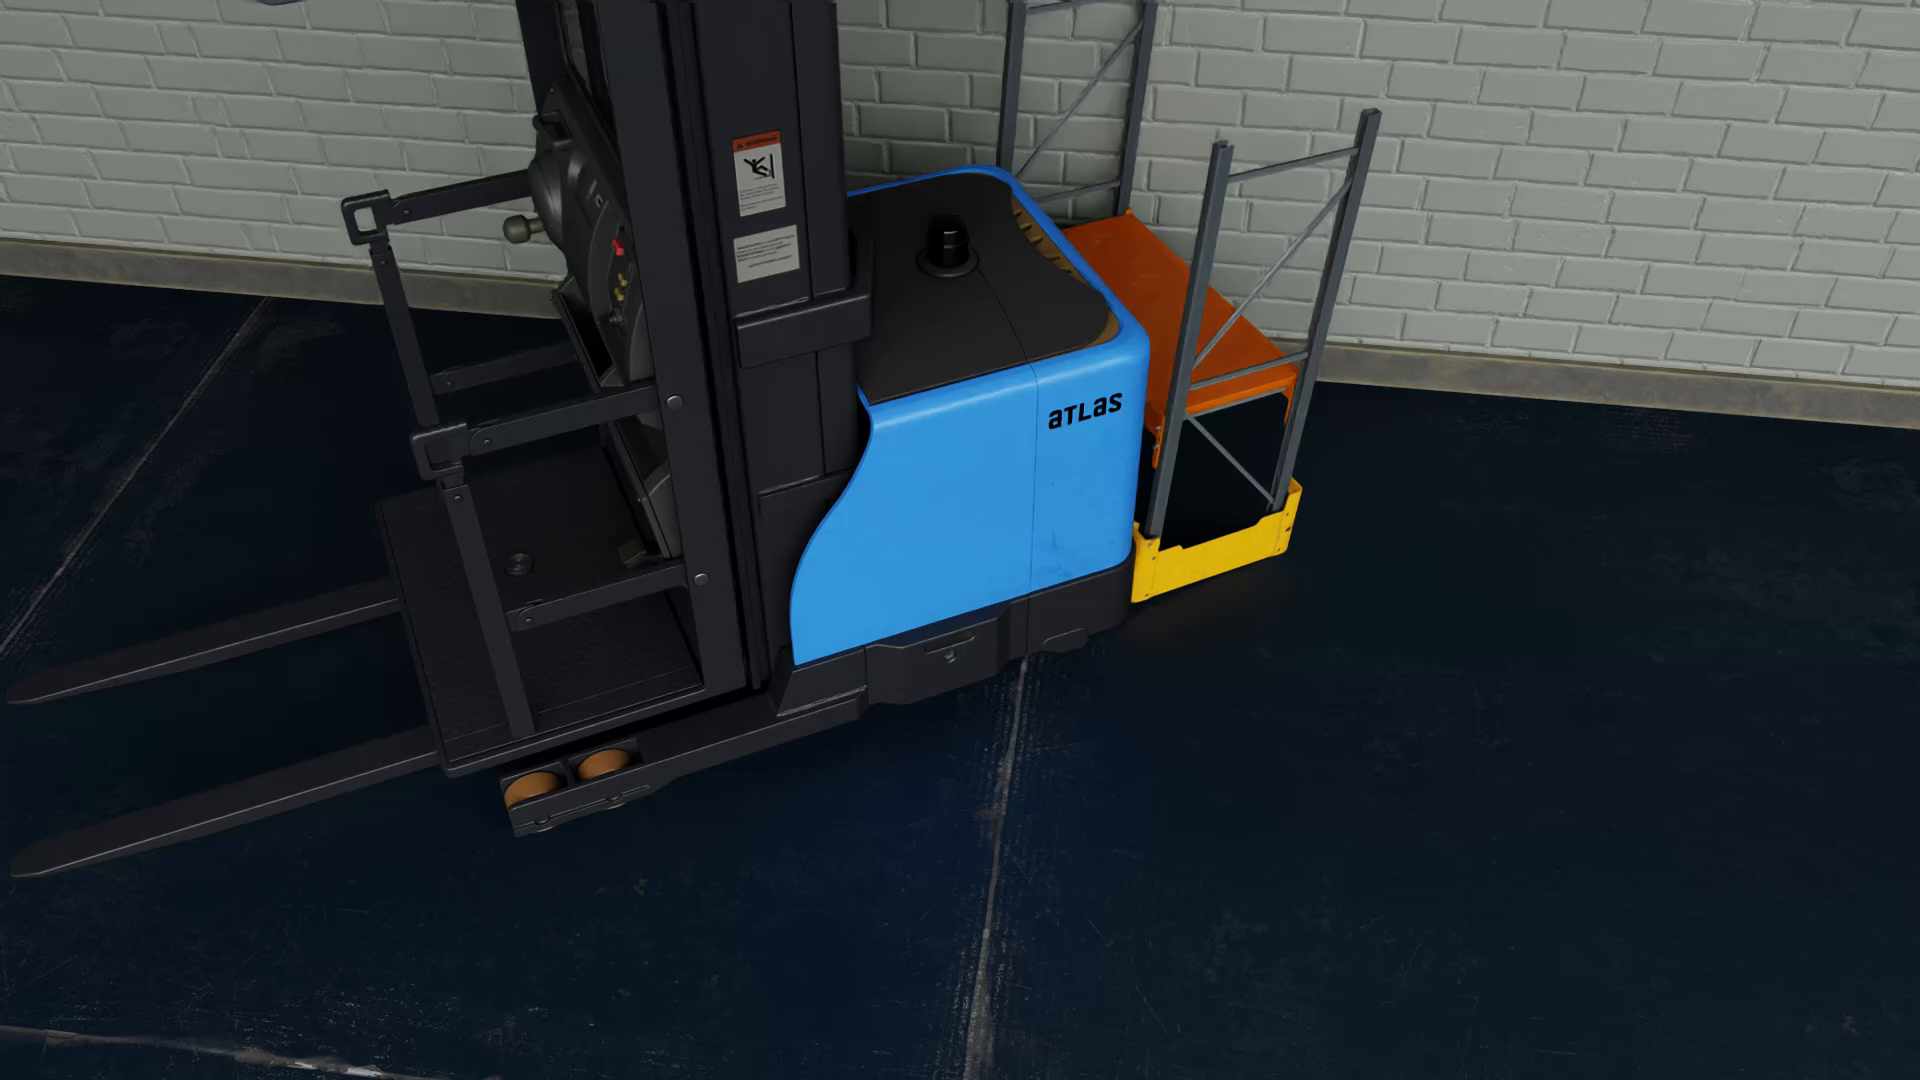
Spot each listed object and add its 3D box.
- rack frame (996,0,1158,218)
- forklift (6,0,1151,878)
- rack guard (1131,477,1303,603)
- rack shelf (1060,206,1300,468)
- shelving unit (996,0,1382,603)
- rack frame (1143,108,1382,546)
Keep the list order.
[{"bbox_3d":[0.328,-1.091,5.279,0.500,1.500,0.032,-17,46,-22],"label":"rack frame"},{"bbox_3d":[-1.059,-0.702,3.859,3.031,2.935,1.130,-16,46,-17],"label":"forklift"},{"bbox_3d":[0.762,-0.005,5.047,0.587,0.250,0.087,-17,46,-22],"label":"rack guard"},{"bbox_3d":[0.553,-0.646,5.074,0.538,0.185,1.000,-17,46,-22],"label":"rack shelf"},{"bbox_3d":[0.568,-0.774,4.948,0.587,1.500,1.083,-17,46,-22],"label":"shelving unit"},{"bbox_3d":[0.799,-0.468,4.628,0.500,1.500,0.032,-17,46,-22],"label":"rack frame"}]
